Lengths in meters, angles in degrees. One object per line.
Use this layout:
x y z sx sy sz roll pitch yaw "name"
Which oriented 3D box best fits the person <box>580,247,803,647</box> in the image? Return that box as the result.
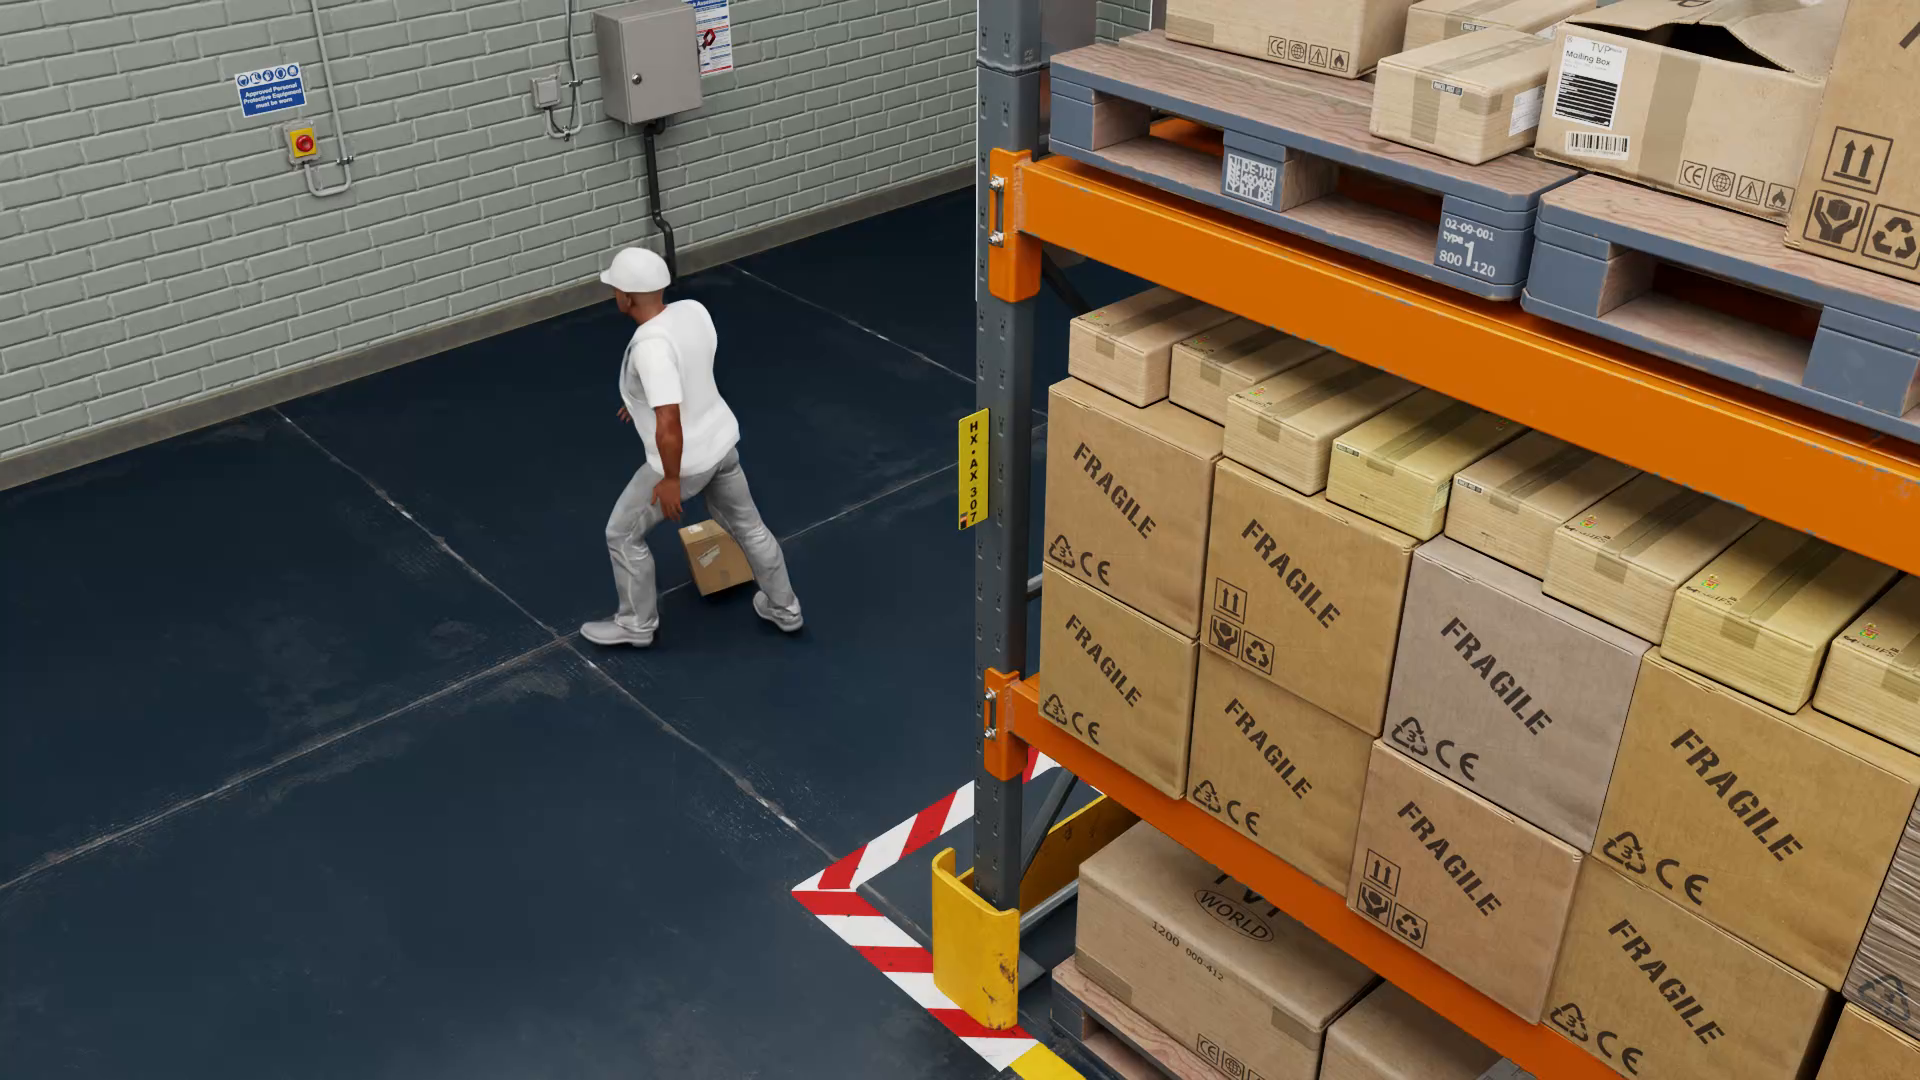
-1.103 -0.355 6.714 0.824 1.692 0.705 13 34 20 "person"
